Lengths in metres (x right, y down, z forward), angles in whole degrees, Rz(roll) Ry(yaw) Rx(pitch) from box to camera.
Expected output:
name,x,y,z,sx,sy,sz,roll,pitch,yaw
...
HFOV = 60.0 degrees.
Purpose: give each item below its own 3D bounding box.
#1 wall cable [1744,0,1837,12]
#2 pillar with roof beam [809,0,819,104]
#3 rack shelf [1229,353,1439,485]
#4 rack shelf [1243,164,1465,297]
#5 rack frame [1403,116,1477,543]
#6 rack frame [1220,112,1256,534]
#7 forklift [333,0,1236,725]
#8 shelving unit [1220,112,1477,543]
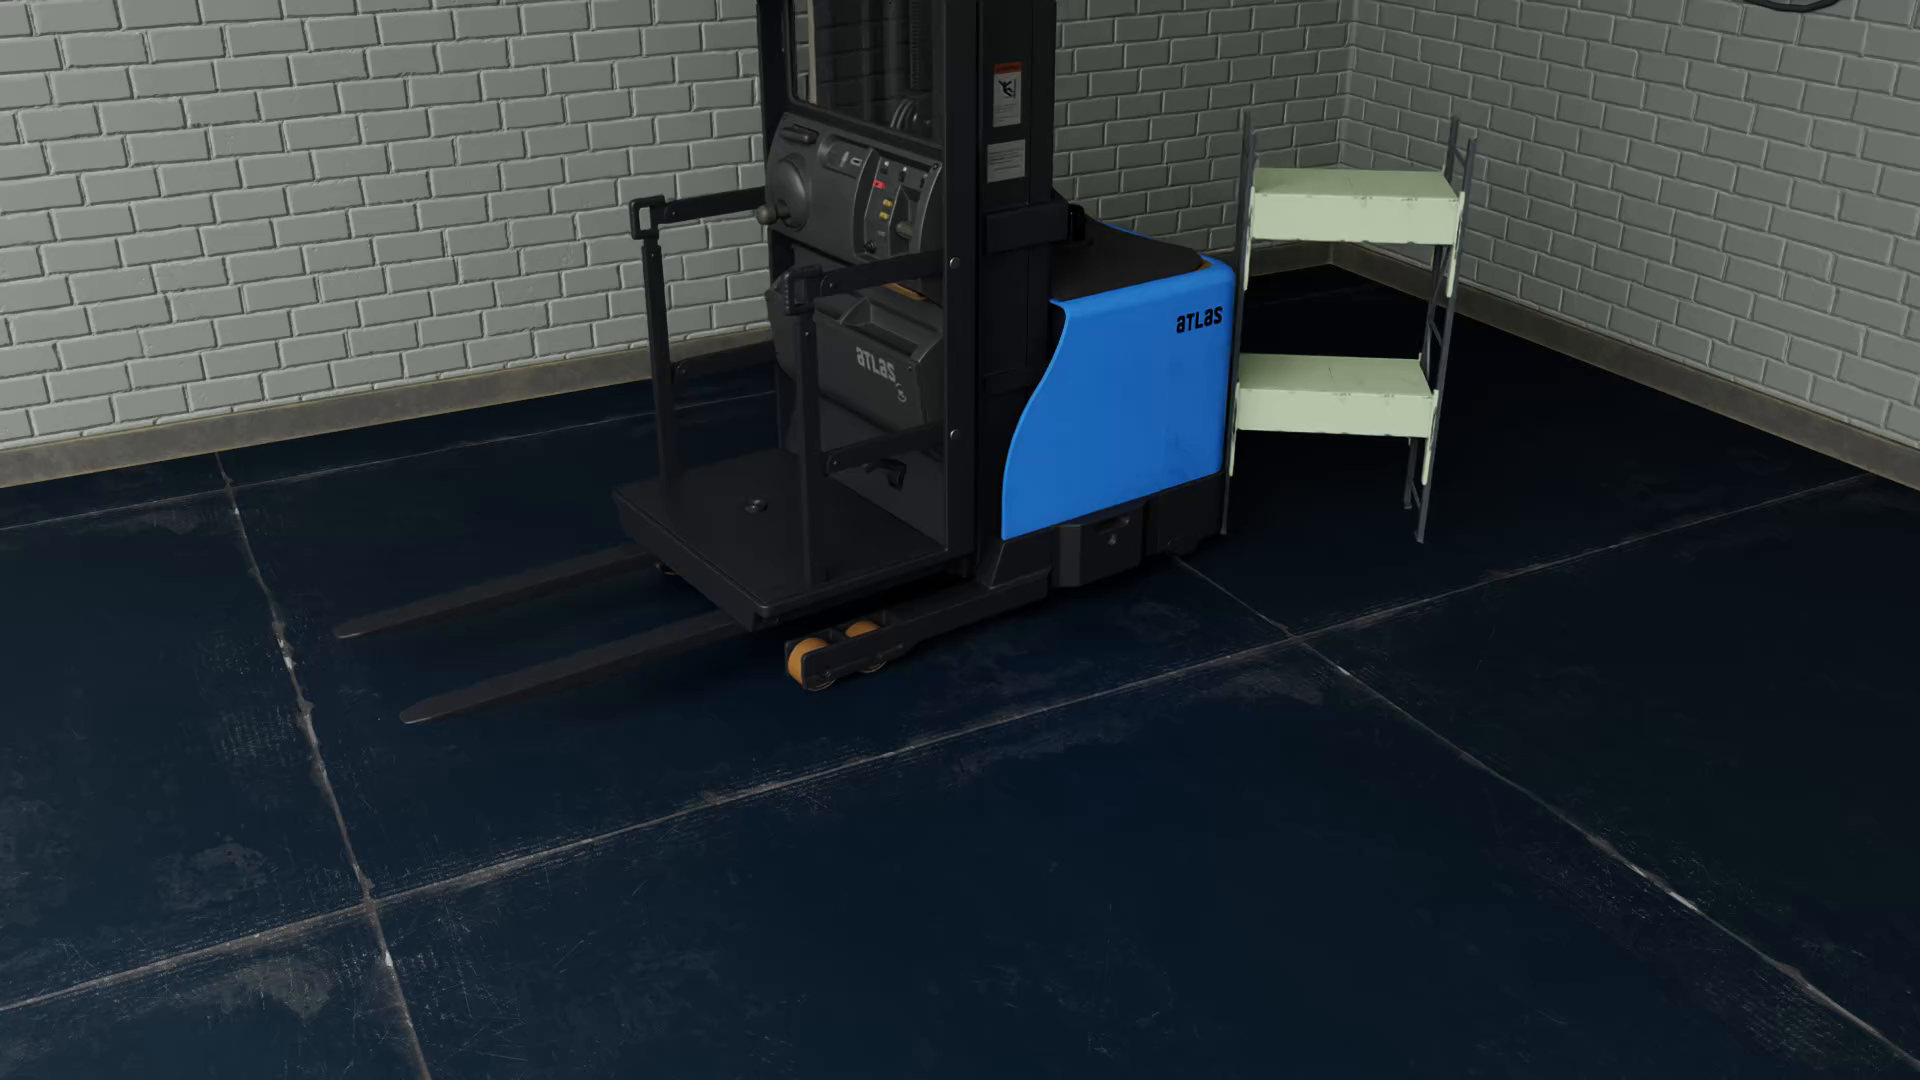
name,x,y,z,sx,sy,sz,roll,pitch,yaw
wall cable,2.782,-3.690,7.127,0.112,2.526,3.097,-13,29,-25
pillar with roof beam,1.586,-3.351,2.832,0.400,9.000,9.100,-13,29,-25
rack shelf,1.382,-0.475,6.260,0.720,0.370,0.431,3,26,6
rack shelf,1.382,-1.121,5.950,0.720,0.370,0.431,3,26,6
rack frame,1.746,-0.752,6.083,0.023,1.500,0.400,3,26,6
rack frame,1.018,-0.786,6.155,0.023,1.500,0.400,3,26,6
forklift,-0.520,-1.104,5.163,3.031,2.935,1.130,-17,31,-32
shelving unit,1.382,-0.769,6.119,0.755,1.500,0.431,3,26,6
